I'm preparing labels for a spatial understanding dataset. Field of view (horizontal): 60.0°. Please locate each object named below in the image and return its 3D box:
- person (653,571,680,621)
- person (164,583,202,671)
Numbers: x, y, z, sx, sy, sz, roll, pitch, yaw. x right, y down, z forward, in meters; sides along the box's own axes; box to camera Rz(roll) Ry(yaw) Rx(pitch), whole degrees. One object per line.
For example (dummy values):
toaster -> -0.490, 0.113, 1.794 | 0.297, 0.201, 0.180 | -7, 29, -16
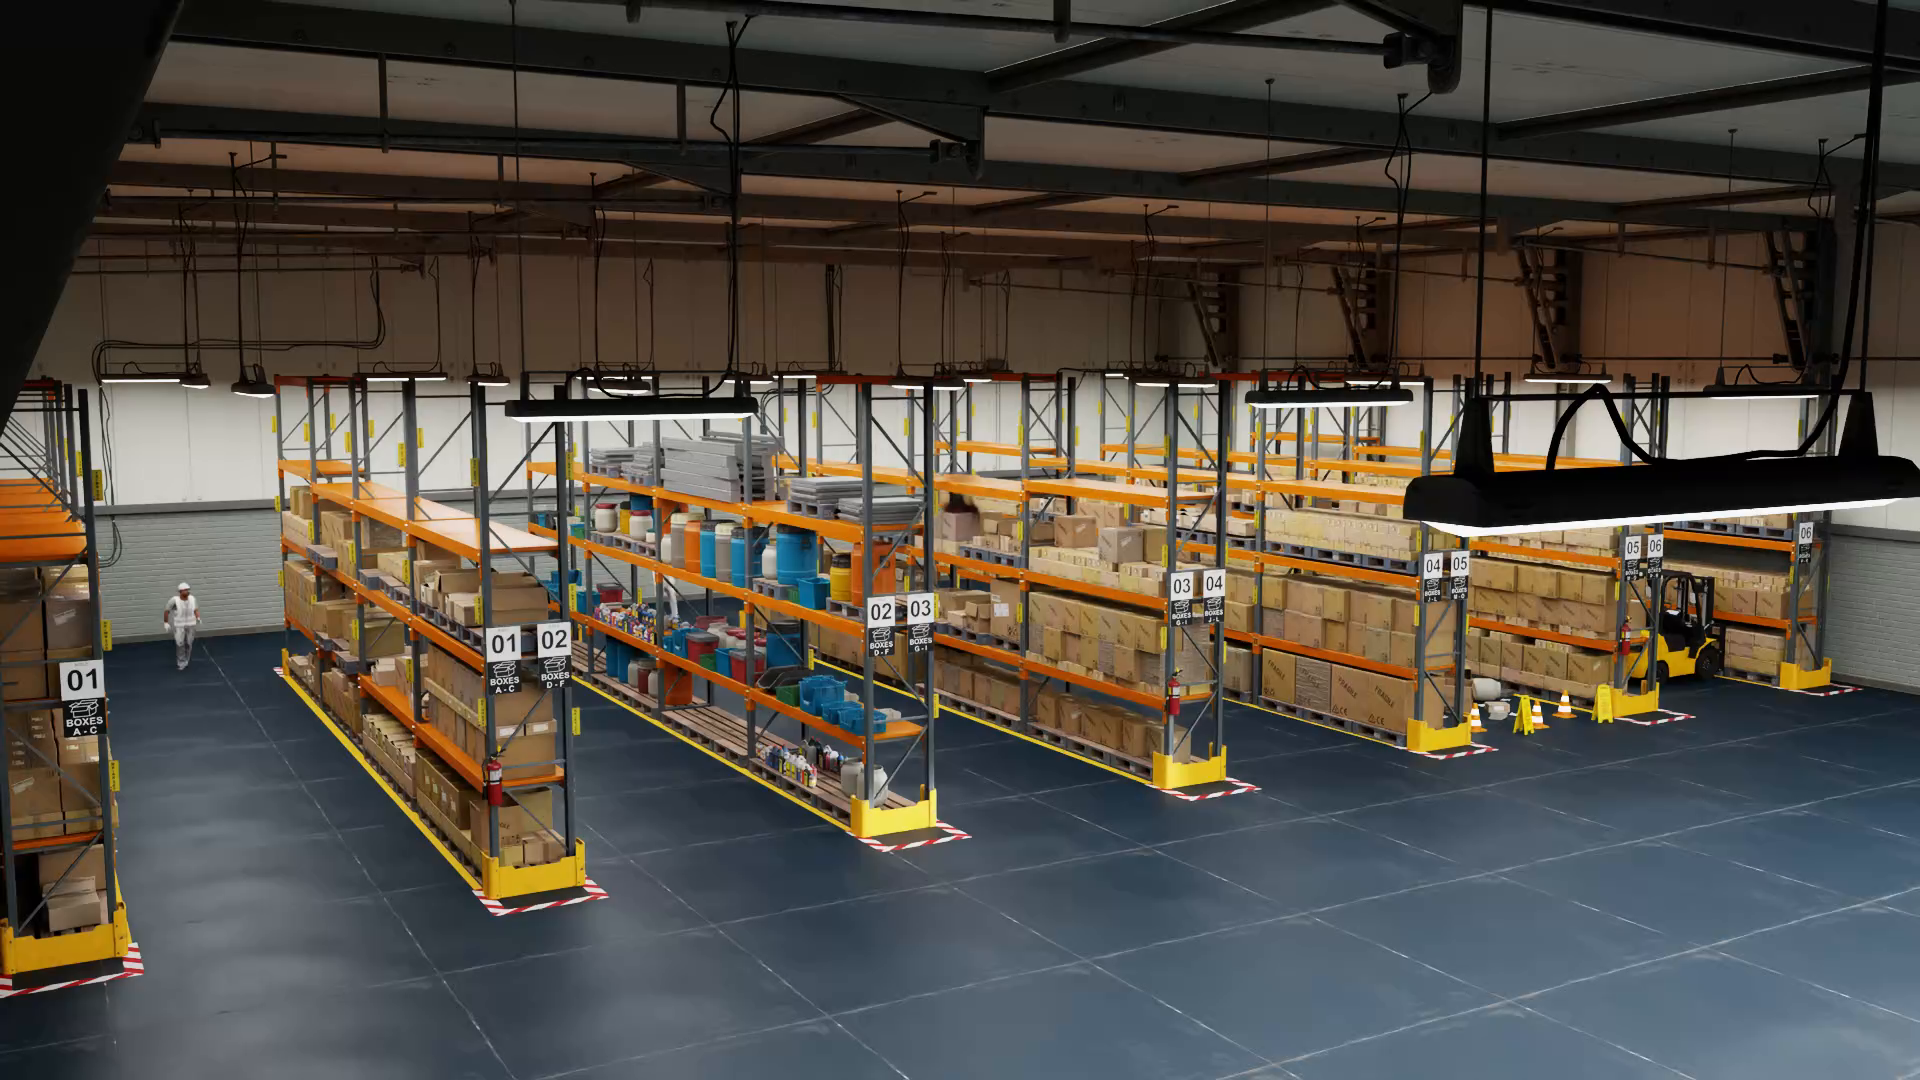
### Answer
person -> -7.032, 1.090, 39.804 | 0.600, 1.740, 1.004 | -3, 7, -28
person -> -15.892, 1.795, 34.011 | 0.692, 1.849, 0.751 | -4, 7, -29
